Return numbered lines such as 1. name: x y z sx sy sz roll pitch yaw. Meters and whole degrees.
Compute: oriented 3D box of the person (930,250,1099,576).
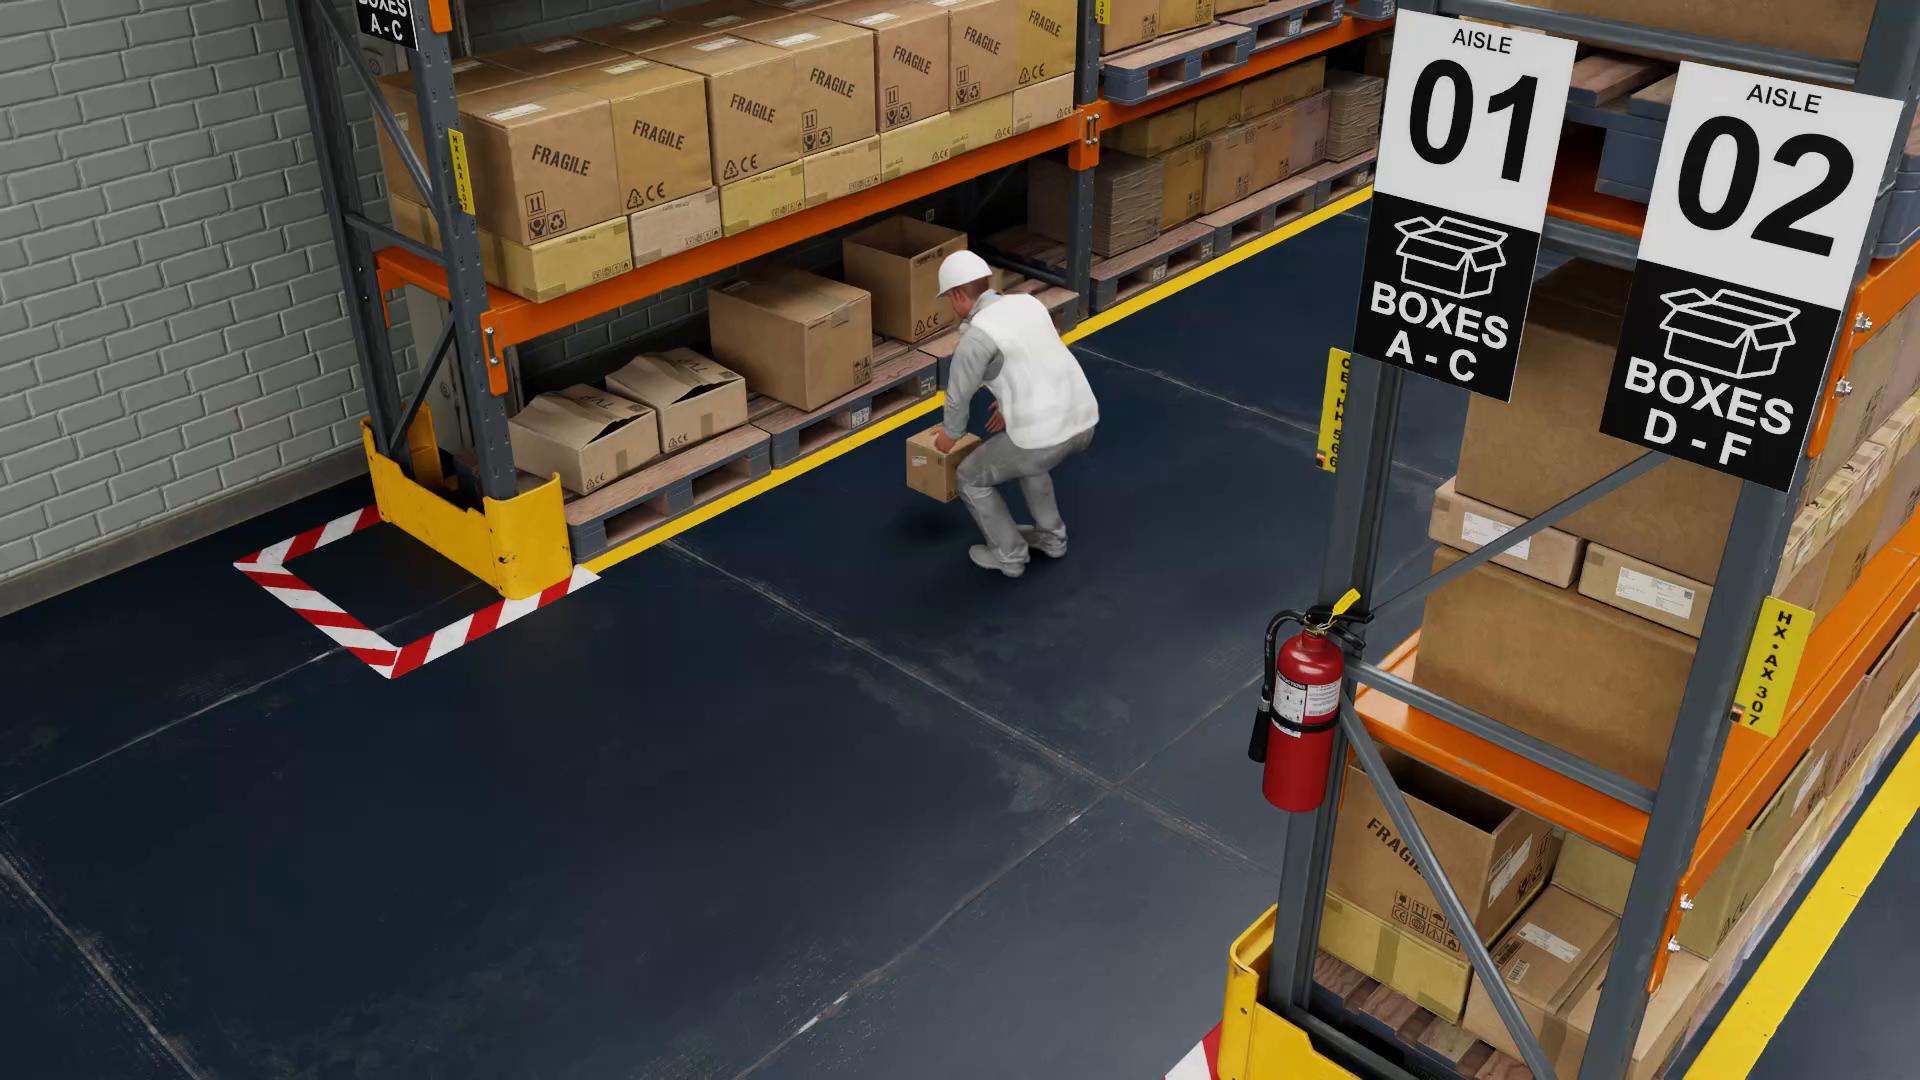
1. person: 0.215 -0.537 7.344 0.768 1.422 0.585 25 39 35
